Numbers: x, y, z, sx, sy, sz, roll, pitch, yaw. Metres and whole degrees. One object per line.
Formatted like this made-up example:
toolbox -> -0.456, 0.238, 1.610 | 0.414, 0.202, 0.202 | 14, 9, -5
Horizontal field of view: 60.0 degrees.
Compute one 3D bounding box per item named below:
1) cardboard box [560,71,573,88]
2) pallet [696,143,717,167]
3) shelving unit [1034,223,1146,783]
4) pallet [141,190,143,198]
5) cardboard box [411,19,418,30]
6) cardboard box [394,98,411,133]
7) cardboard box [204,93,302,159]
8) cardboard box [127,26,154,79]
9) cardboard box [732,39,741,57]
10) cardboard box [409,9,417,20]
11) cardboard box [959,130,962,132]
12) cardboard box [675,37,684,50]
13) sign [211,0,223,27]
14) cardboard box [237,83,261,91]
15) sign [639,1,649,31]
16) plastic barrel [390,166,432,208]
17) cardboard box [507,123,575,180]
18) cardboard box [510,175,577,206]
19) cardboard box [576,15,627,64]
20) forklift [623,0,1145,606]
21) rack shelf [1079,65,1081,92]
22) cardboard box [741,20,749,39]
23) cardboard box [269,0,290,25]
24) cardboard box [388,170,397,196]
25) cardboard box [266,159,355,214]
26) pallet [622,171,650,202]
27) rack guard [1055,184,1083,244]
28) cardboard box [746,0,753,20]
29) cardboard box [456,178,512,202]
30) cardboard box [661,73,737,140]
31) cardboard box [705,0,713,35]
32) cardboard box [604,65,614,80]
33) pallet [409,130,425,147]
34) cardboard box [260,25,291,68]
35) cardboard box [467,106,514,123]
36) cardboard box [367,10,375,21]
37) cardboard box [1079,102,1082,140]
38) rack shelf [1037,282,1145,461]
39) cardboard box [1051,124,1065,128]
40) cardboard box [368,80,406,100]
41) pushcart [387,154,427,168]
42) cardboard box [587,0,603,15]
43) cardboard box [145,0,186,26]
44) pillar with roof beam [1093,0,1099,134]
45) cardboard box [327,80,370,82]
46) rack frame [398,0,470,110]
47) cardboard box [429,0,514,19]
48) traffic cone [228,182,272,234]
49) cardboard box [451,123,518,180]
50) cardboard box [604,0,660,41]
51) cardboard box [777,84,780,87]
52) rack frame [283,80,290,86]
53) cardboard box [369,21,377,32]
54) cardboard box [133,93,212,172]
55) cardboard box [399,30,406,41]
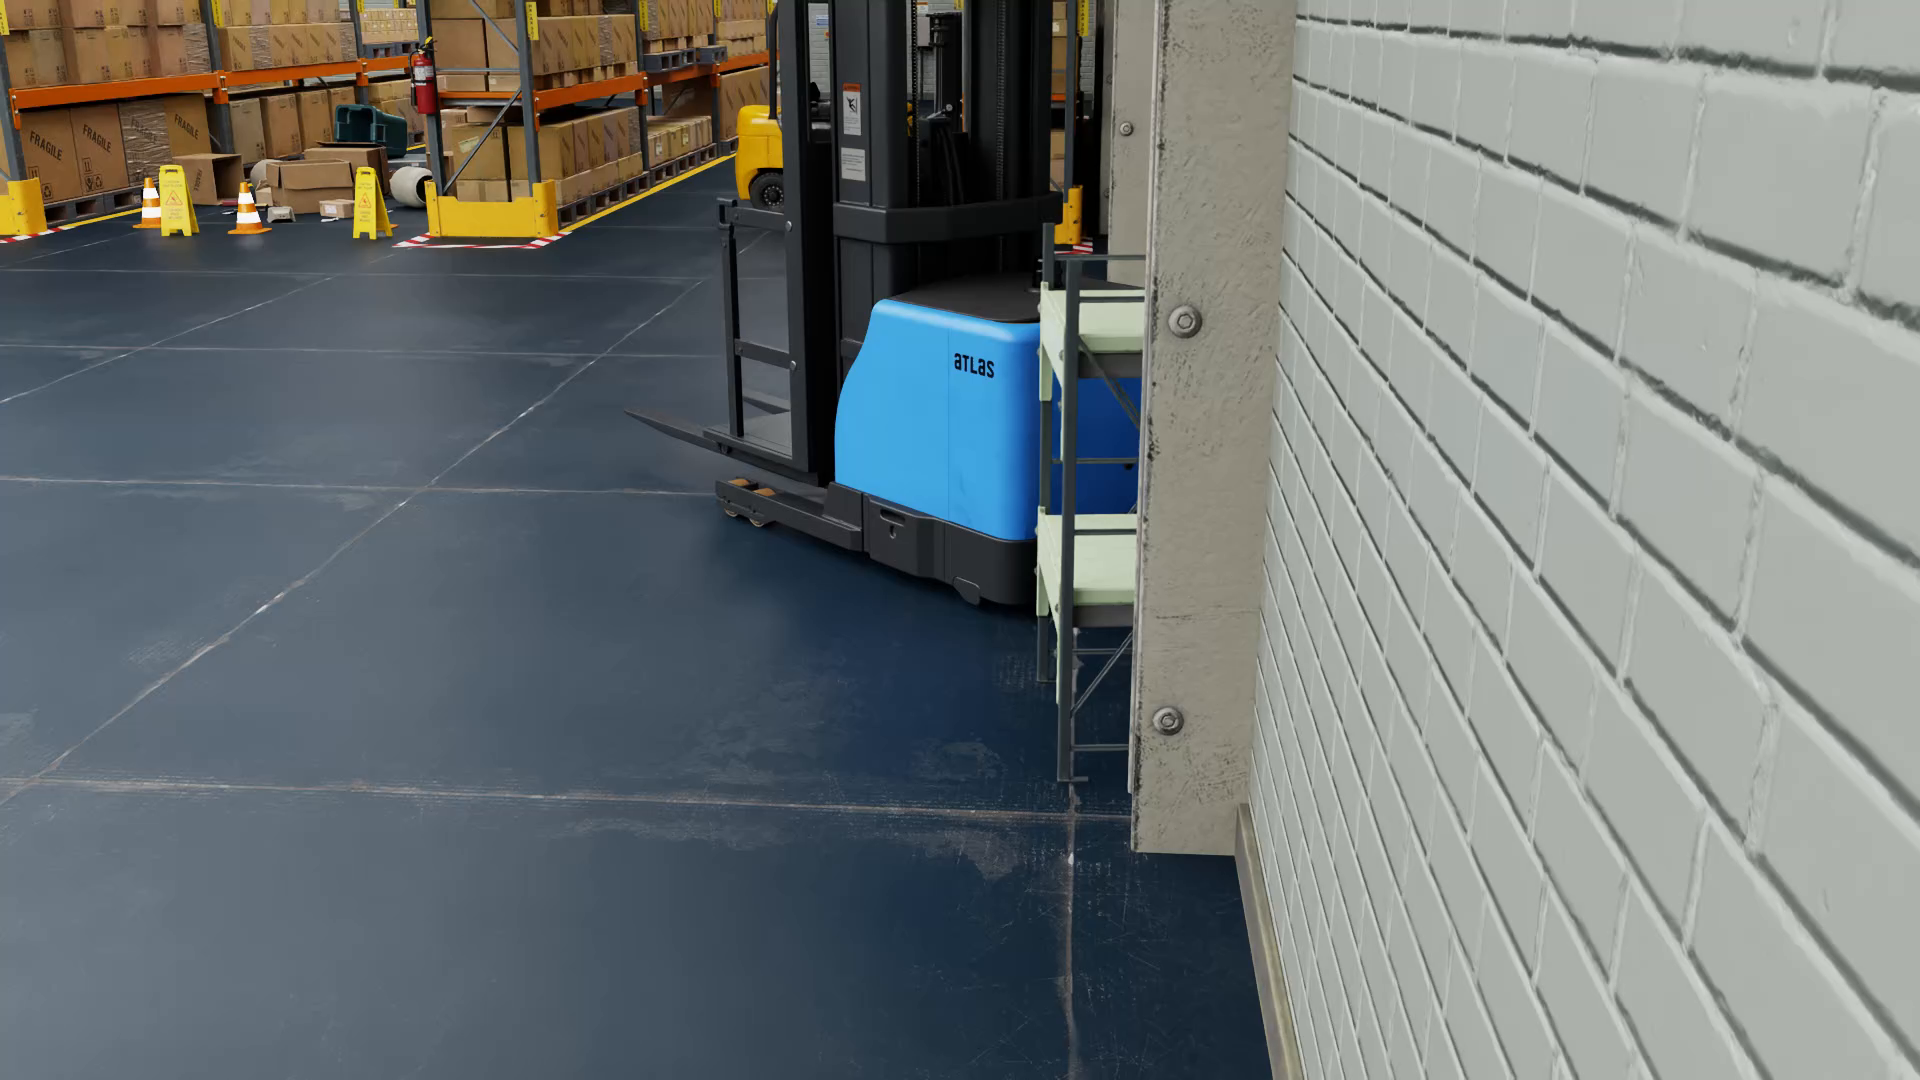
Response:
cardboard box -> -4.019, -4.517, 16.295 | 0.380, 0.149, 0.250 | 2, 18, 5
pallet -> -3.902, -5.215, 22.501 | 1.003, 0.211, 1.213 | 1, 18, 4
shelving unit -> 0.467, -0.133, 4.919 | 0.431, 1.500, 0.755 | -1, 18, -2
pallet -> -9.208, -4.061, 18.976 | 1.003, 0.211, 1.213 | 1, 18, 4
cardboard box -> -8.424, -7.789, 25.127 | 0.380, 0.149, 0.250 | 1, 18, 4
cardboard box -> -8.451, -6.244, 24.502 | 0.500, 0.500, 0.500 | 1, 18, 5
cardboard box -> -9.048, -5.245, 21.051 | 1.050, 0.750, 0.750 | 1, 18, 4
cardboard box -> -9.263, -5.240, 17.857 | 0.875, 0.550, 0.550 | 1, 18, 4
cardboard box -> -3.495, -7.181, 24.262 | 0.500, 0.250, 0.500 | 2, 18, 6
cardboard box -> -8.430, -7.934, 25.092 | 0.380, 0.149, 0.250 | 0, 18, 1
cardboard box -> 0.256, -3.707, 15.555 | 0.500, 0.250, 0.500 | 2, 18, 6
cardboard box -> -3.655, -6.190, 20.725 | 0.380, 0.149, 0.250 | 2, 18, 6
sign -> -8.522, -6.057, 19.074 | 0.100, 0.325, 0.005 | 1, 18, 4
cardboard box -> -13.186, -8.196, 29.856 | 0.875, 0.875, 0.875 | 1, 18, 4
sign -> -3.589, -5.943, 18.851 | 0.100, 0.325, 0.005 | 1, 18, 4
plastic barrel -> -5.780, -3.750, 17.687 | 0.512, 0.421, 0.421 | 17, 25, 41
cardboard box -> -4.083, -3.800, 16.239 | 0.500, 0.500, 0.500 | 1, 18, 2
cardboard box -> -4.084, -3.436, 16.333 | 0.500, 0.250, 0.500 | 1, 18, 3
cardboard box -> -3.945, -5.426, 18.028 | 0.500, 0.500, 0.500 | 2, 18, 6
forklift -> -0.410, -1.539, 6.912 | 1.130, 2.935, 3.031 | -15, 24, -39
rack shelf -> 0.964, -5.711, 20.689 | 1.077, 0.370, 4.000 | 1, 18, 4
cardboard box -> -3.426, -7.574, 24.657 | 0.500, 0.250, 0.500 | 2, 18, 5
cardboard box -> -8.937, -6.771, 21.002 | 0.700, 0.500, 0.500 | 1, 18, 3
cardboard box -> -6.330, -4.037, 18.816 | 0.258, 0.266, 0.396 | -13, 22, -34
cardboard box -> -6.817, -3.714, 17.451 | 0.797, 0.503, 0.637 | -13, 22, -34
pallet -> -4.144, -4.006, 18.811 | 1.003, 0.211, 1.213 | 1, 18, 4
rack guard -> 0.532, -2.994, 15.256 | 1.175, 0.500, 0.348 | 1, 18, 4
cardboard box -> -3.425, -8.086, 25.017 | 0.500, 0.500, 0.500 | 2, 18, 6
cardboard box -> -4.626, -3.456, 16.395 | 0.500, 0.250, 0.500 | 1, 18, 4
cardboard box -> -3.712, -6.186, 23.722 | 0.875, 0.875, 0.875 | 1, 18, 3
cardboard box -> -3.599, -7.024, 22.230 | 0.500, 0.500, 0.500 | 1, 18, 2
cardboard box -> -3.919, -4.999, 17.766 | 0.380, 0.149, 0.250 | 1, 18, 3
pallet -> -8.641, -6.158, 25.377 | 1.003, 0.211, 1.213 | 1, 18, 4
cardboard box -> -8.695, -6.137, 20.674 | 0.500, 0.500, 0.500 | 1, 18, 4
cardboard box -> -4.661, -4.226, 16.499 | 0.380, 0.149, 0.250 | 2, 18, 6
cardboard box -> -8.546, -7.448, 23.610 | 0.380, 0.149, 0.250 | 1, 18, 2
cardboard box -> 1.472, -5.962, 23.641 | 0.500, 0.500, 0.500 | 1, 18, 4
rack shelf -> 0.466, -0.504, 4.798 | 0.431, 0.370, 0.720 | -1, 18, -2
cardboard box -> 0.789, -3.857, 16.014 | 0.500, 0.250, 0.500 | 1, 18, 4
cardboard box -> -8.461, -6.597, 24.374 | 0.500, 0.250, 0.500 | 1, 18, 3
pushcart -> -6.409, -4.330, 19.532 | 1.648, 0.377, 0.936 | -5, 19, -15
cardboard box -> -4.379, -6.073, 18.396 | 0.700, 0.500, 0.500 | 1, 18, 3
cardboard box -> -9.060, -5.917, 18.189 | 0.875, 0.550, 0.550 | 1, 18, 4
pillar with roof beam -> -1.951, -11.059, 26.222 | 9.100, 9.000, 0.400 | 1, 18, 4
cardboard box -> -8.976, -6.606, 24.401 | 0.500, 0.250, 0.500 | 2, 18, 5
rack frame -> -8.502, -8.105, 26.840 | 1.000, 3.000, 0.127 | 1, 18, 4
cardboard box -> -4.599, -5.126, 15.506 | 0.700, 0.500, 0.500 | 1, 18, 3
traffic cone -> -6.805, -3.175, 15.868 | 0.336, 0.463, 0.334 | 1, 18, 4
cardboard box -> -4.620, -3.803, 16.248 | 0.500, 0.500, 0.500 | 1, 18, 4
cardboard box -> -3.811, -6.069, 19.313 | 0.500, 0.500, 0.500 | 2, 18, 5
cardboard box -> -3.275, -7.758, 29.223 | 0.875, 0.438, 0.875 | 2, 18, 5
rack frame -> -13.155, -9.489, 31.065 | 1.000, 3.000, 0.127 | 1, 18, 4
cardboard box -> -8.536, -7.314, 23.678 | 0.380, 0.149, 0.250 | 2, 18, 7
cardboard box -> -9.190, -4.616, 18.931 | 0.875, 0.875, 0.875 | 2, 18, 5
cardboard box -> -8.462, -7.489, 24.690 | 0.380, 0.149, 0.250 | 2, 18, 5
